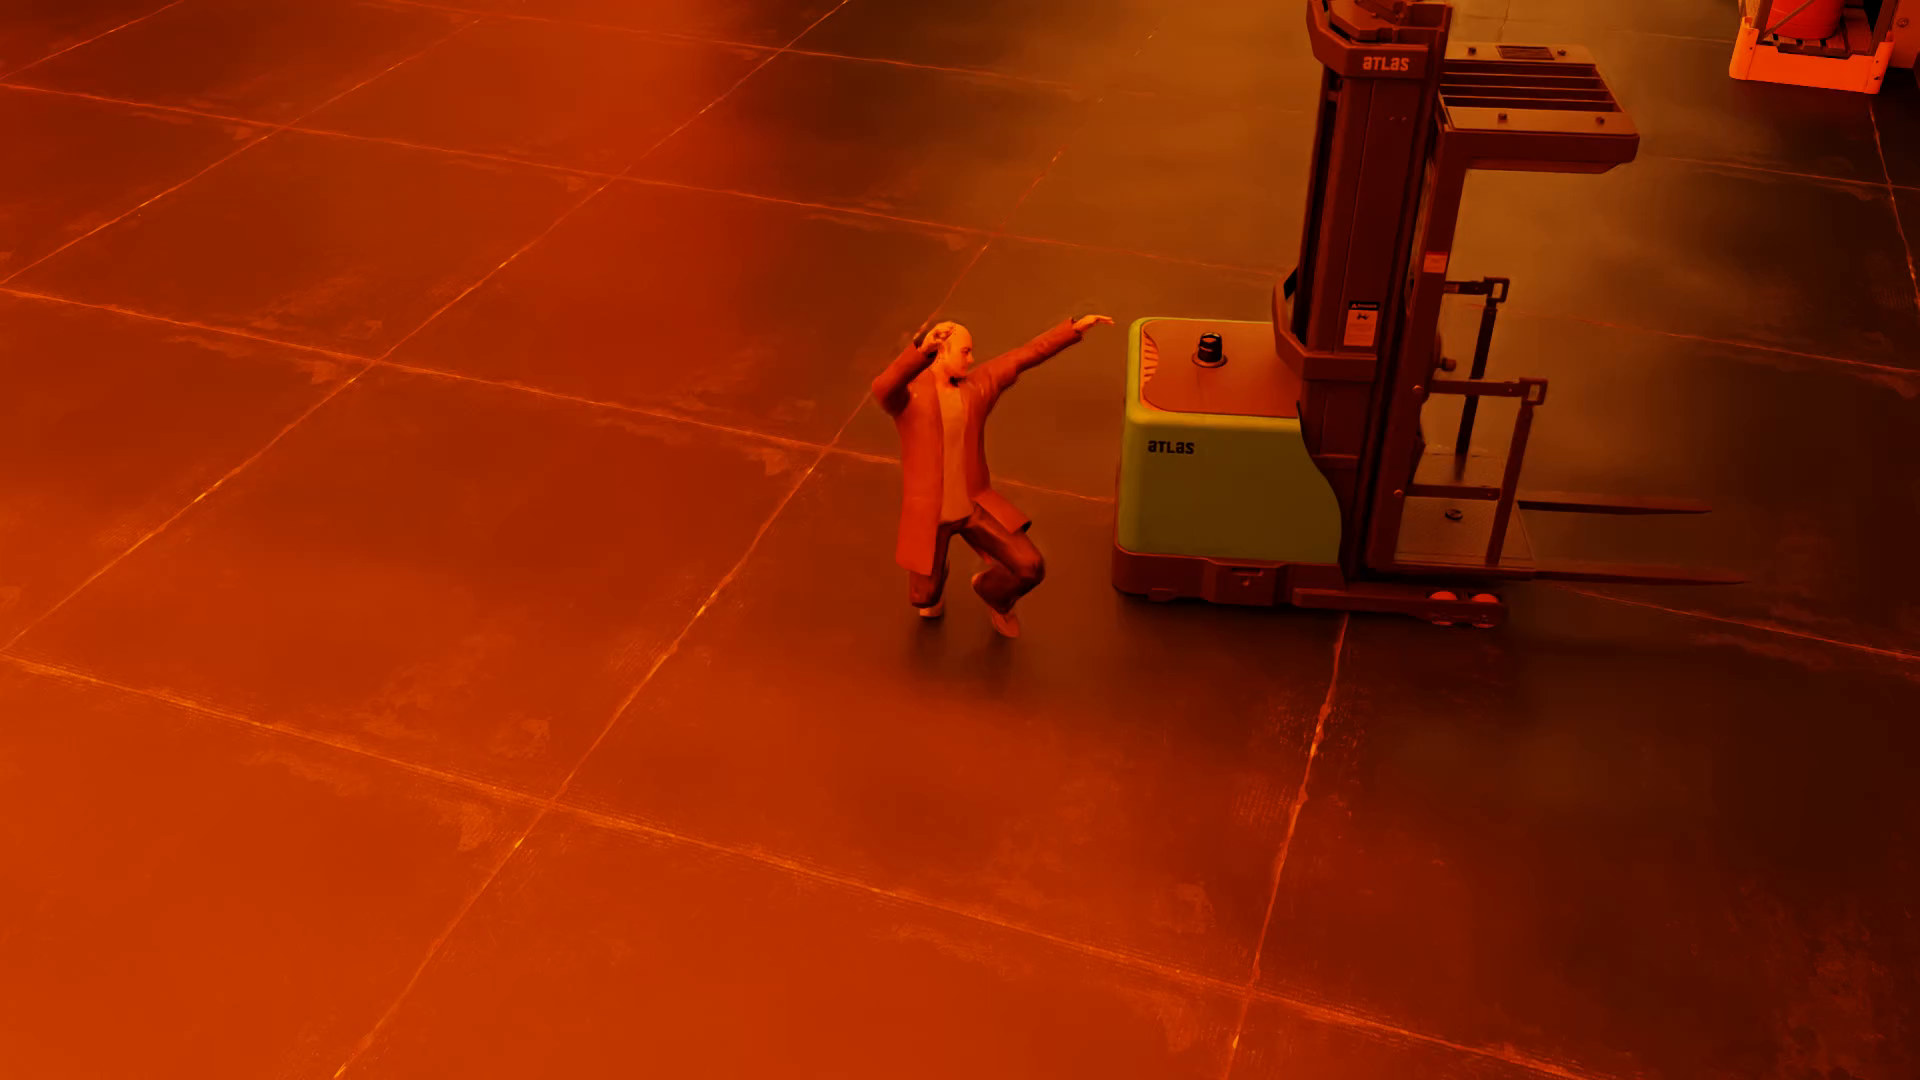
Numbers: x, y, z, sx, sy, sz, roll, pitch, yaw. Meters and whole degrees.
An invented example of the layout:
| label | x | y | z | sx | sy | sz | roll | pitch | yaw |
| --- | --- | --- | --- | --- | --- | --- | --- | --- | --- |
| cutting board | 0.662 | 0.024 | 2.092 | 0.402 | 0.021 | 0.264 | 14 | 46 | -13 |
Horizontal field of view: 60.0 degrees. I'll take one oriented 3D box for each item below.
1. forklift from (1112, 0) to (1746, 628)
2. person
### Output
| label | x | y | z | sx | sy | sz | roll | pitch | yaw |
| --- | --- | --- | --- | --- | --- | --- | --- | --- | --- |
| forklift | 2.302 | -1.094 | 7.654 | 3.031 | 2.935 | 1.130 | 3 | 35 | 5 |
| person | 0.178 | -0.308 | 7.647 | 1.148 | 1.723 | 0.831 | -9 | 36 | -12 |
